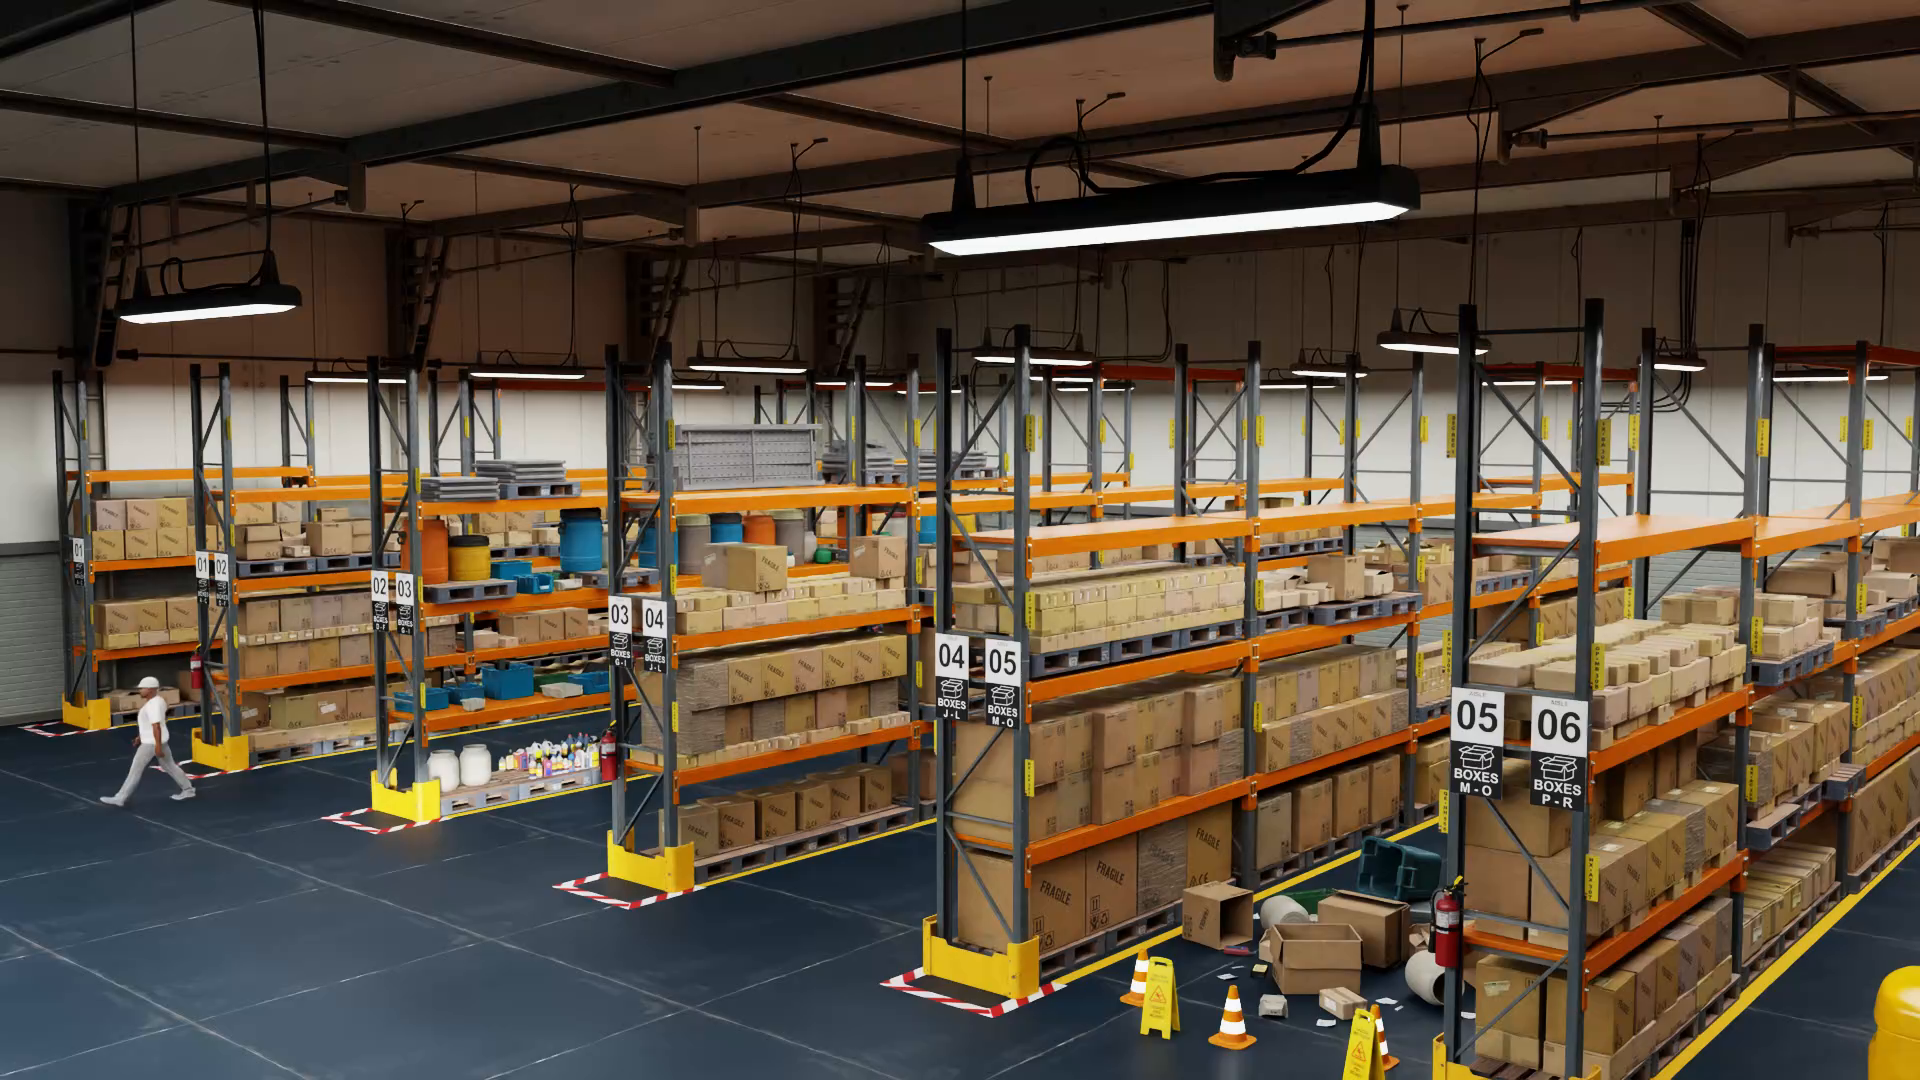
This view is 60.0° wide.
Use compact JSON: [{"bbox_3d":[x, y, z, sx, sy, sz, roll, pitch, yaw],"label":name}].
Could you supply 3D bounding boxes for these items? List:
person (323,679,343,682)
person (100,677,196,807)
[{"bbox_3d":[-11.067,2.171,29.657,0.624,1.738,0.659,3,5,35],"label":"person"},{"bbox_3d":[-10.887,2.682,22.305,1.105,1.694,0.581,-1,4,-9],"label":"person"}]
